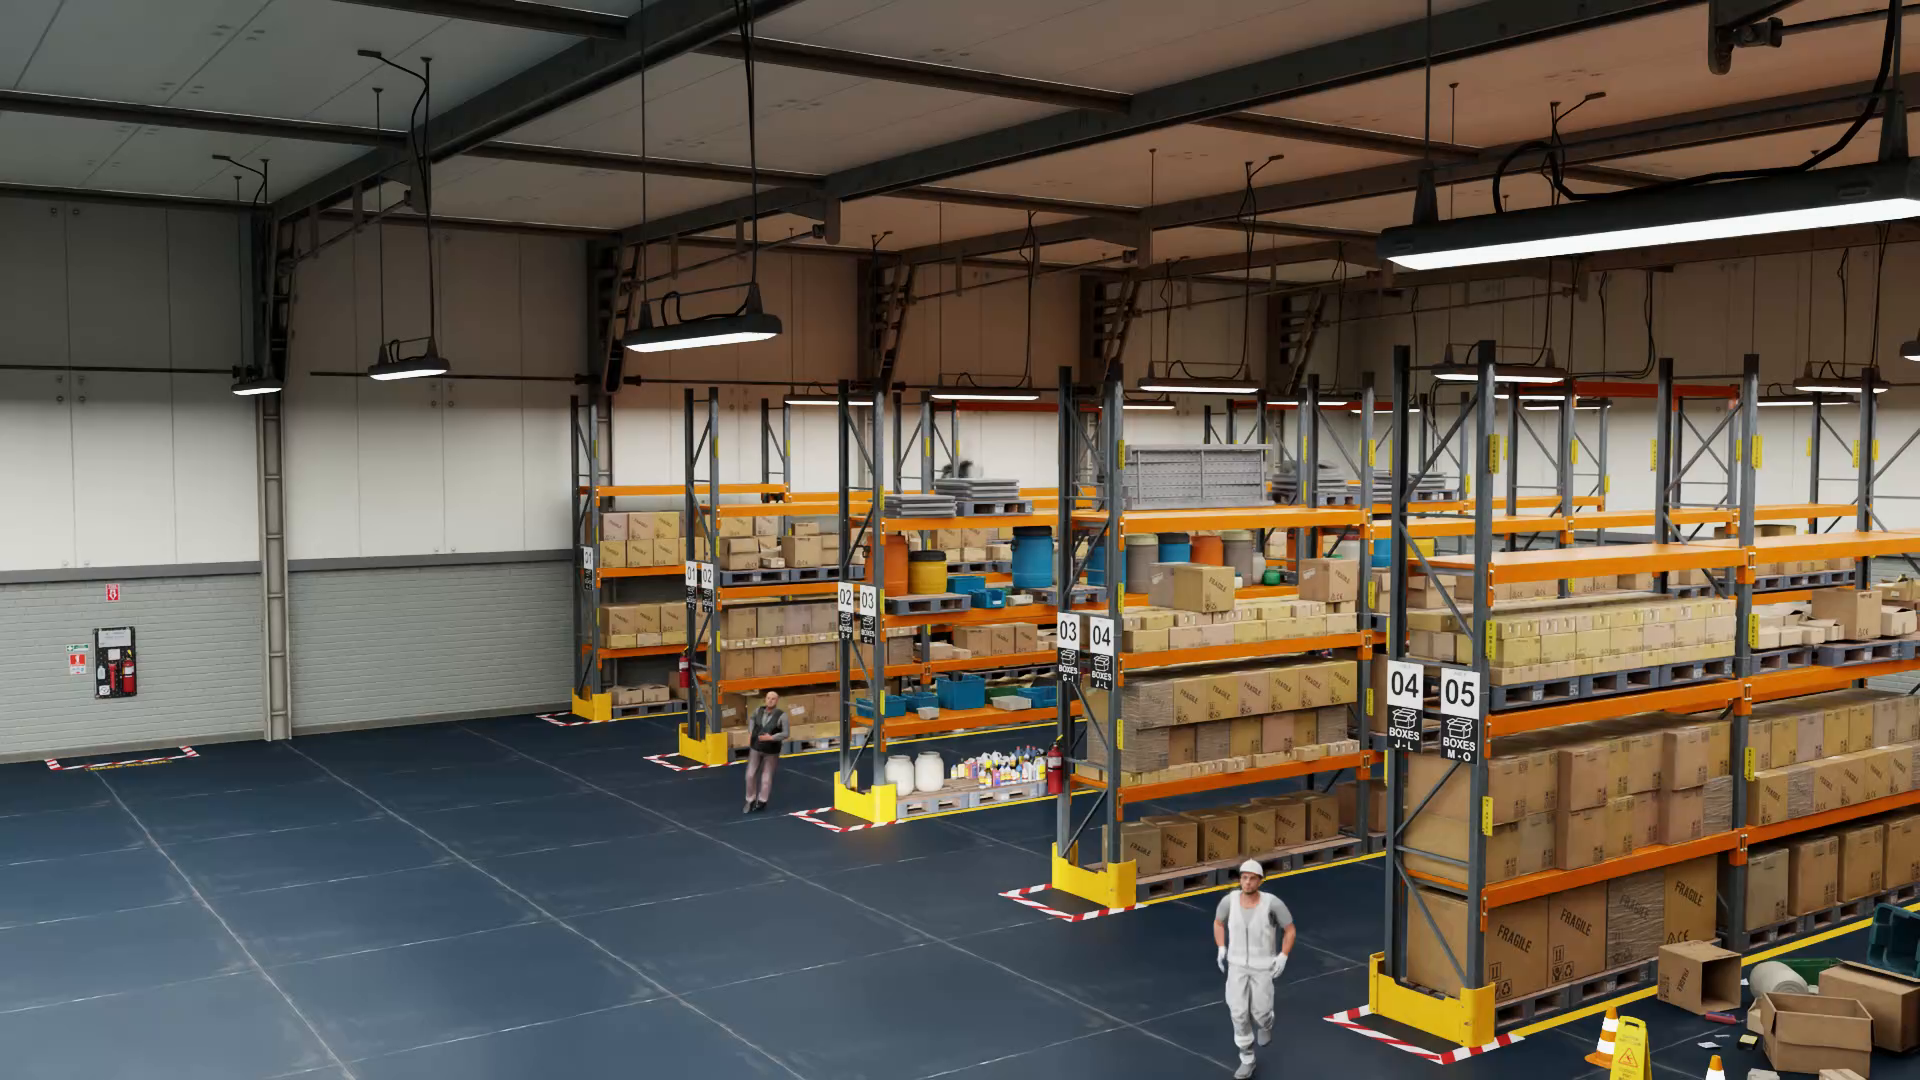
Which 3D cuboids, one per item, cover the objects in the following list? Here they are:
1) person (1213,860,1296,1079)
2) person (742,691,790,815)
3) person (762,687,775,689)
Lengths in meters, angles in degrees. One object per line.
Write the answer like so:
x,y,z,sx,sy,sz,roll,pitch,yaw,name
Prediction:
2.409,3.474,13.663,0.682,1.749,0.687,1,4,20,person
-2.664,2.944,23.010,0.688,1.732,0.654,0,3,7,person
-3.379,2.517,29.570,0.569,1.721,0.674,-2,4,-35,person
